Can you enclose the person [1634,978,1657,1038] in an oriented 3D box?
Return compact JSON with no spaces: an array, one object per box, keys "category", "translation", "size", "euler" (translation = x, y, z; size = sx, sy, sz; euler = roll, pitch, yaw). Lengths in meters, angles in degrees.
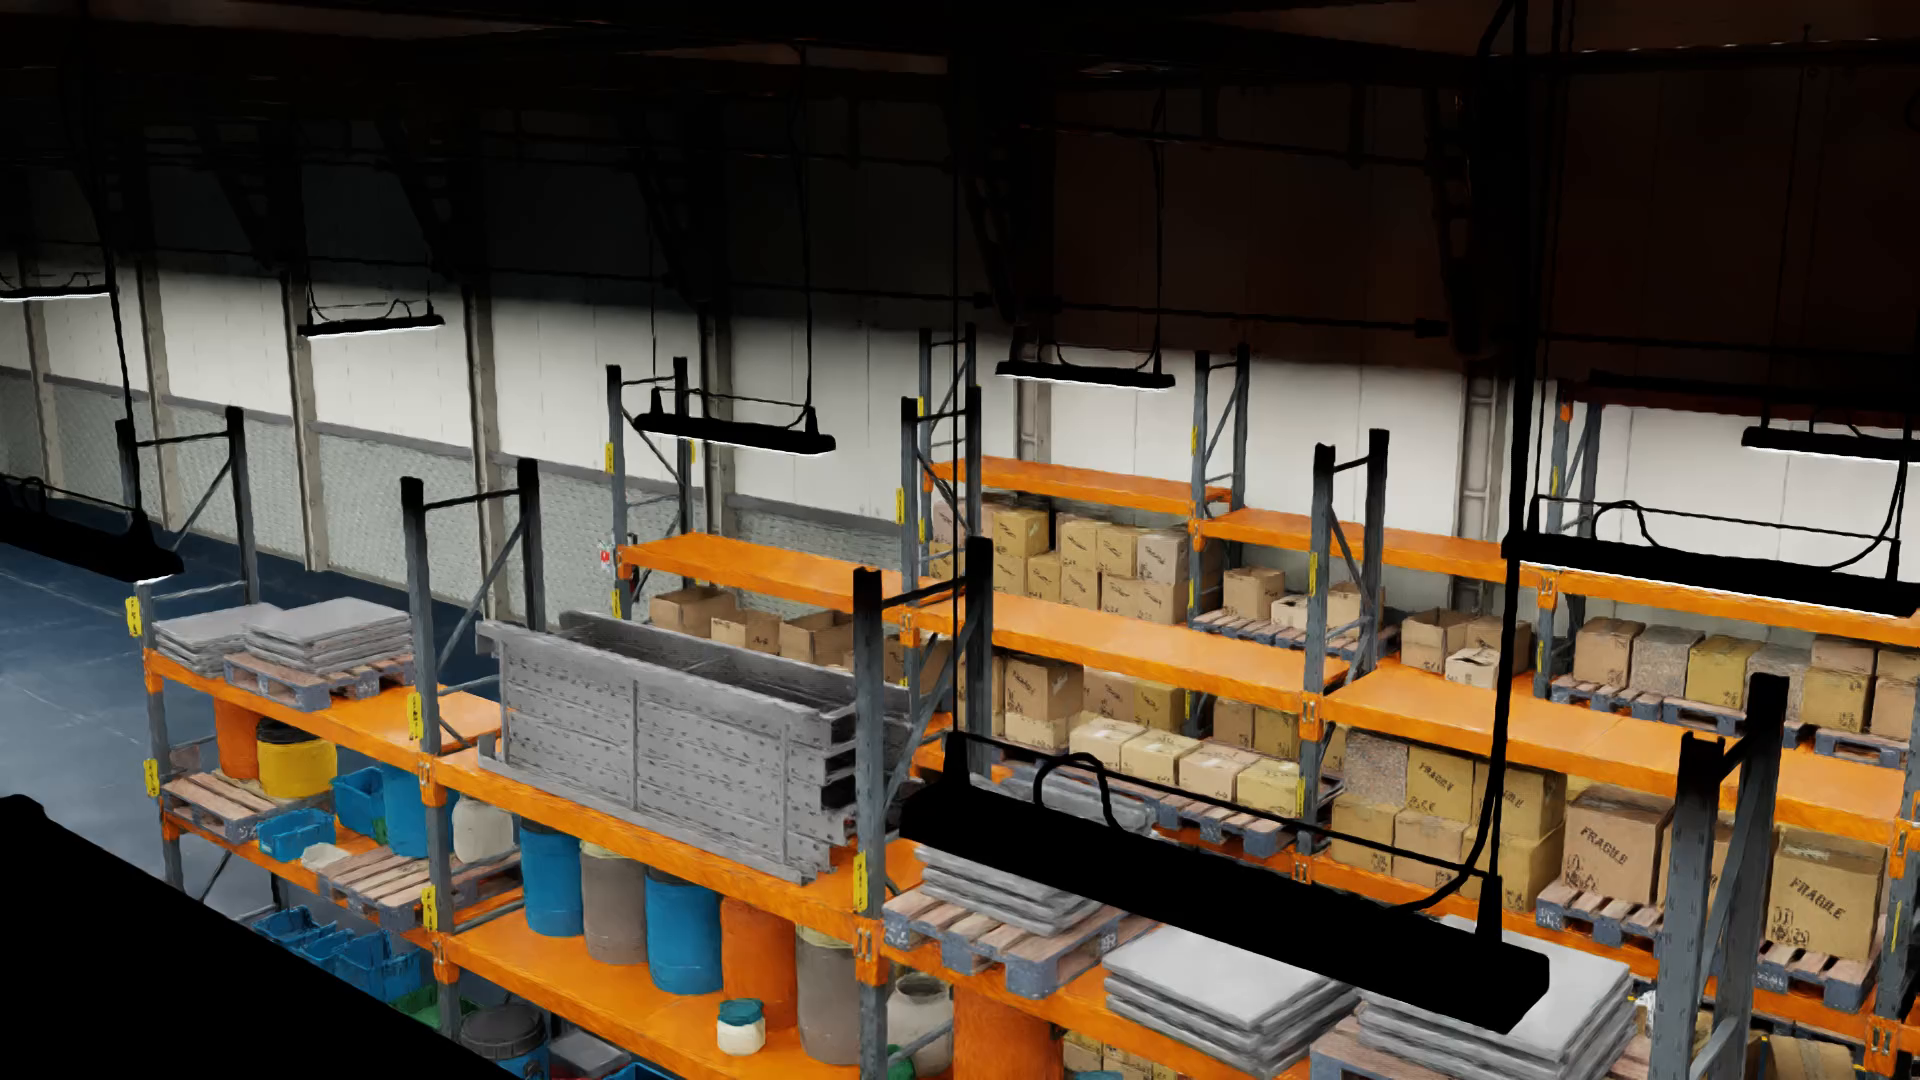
[{"category":"person","translation":[5.701,4.267,13.524],"size":[0.530,1.668,0.449],"euler":[2,13,8]}]
